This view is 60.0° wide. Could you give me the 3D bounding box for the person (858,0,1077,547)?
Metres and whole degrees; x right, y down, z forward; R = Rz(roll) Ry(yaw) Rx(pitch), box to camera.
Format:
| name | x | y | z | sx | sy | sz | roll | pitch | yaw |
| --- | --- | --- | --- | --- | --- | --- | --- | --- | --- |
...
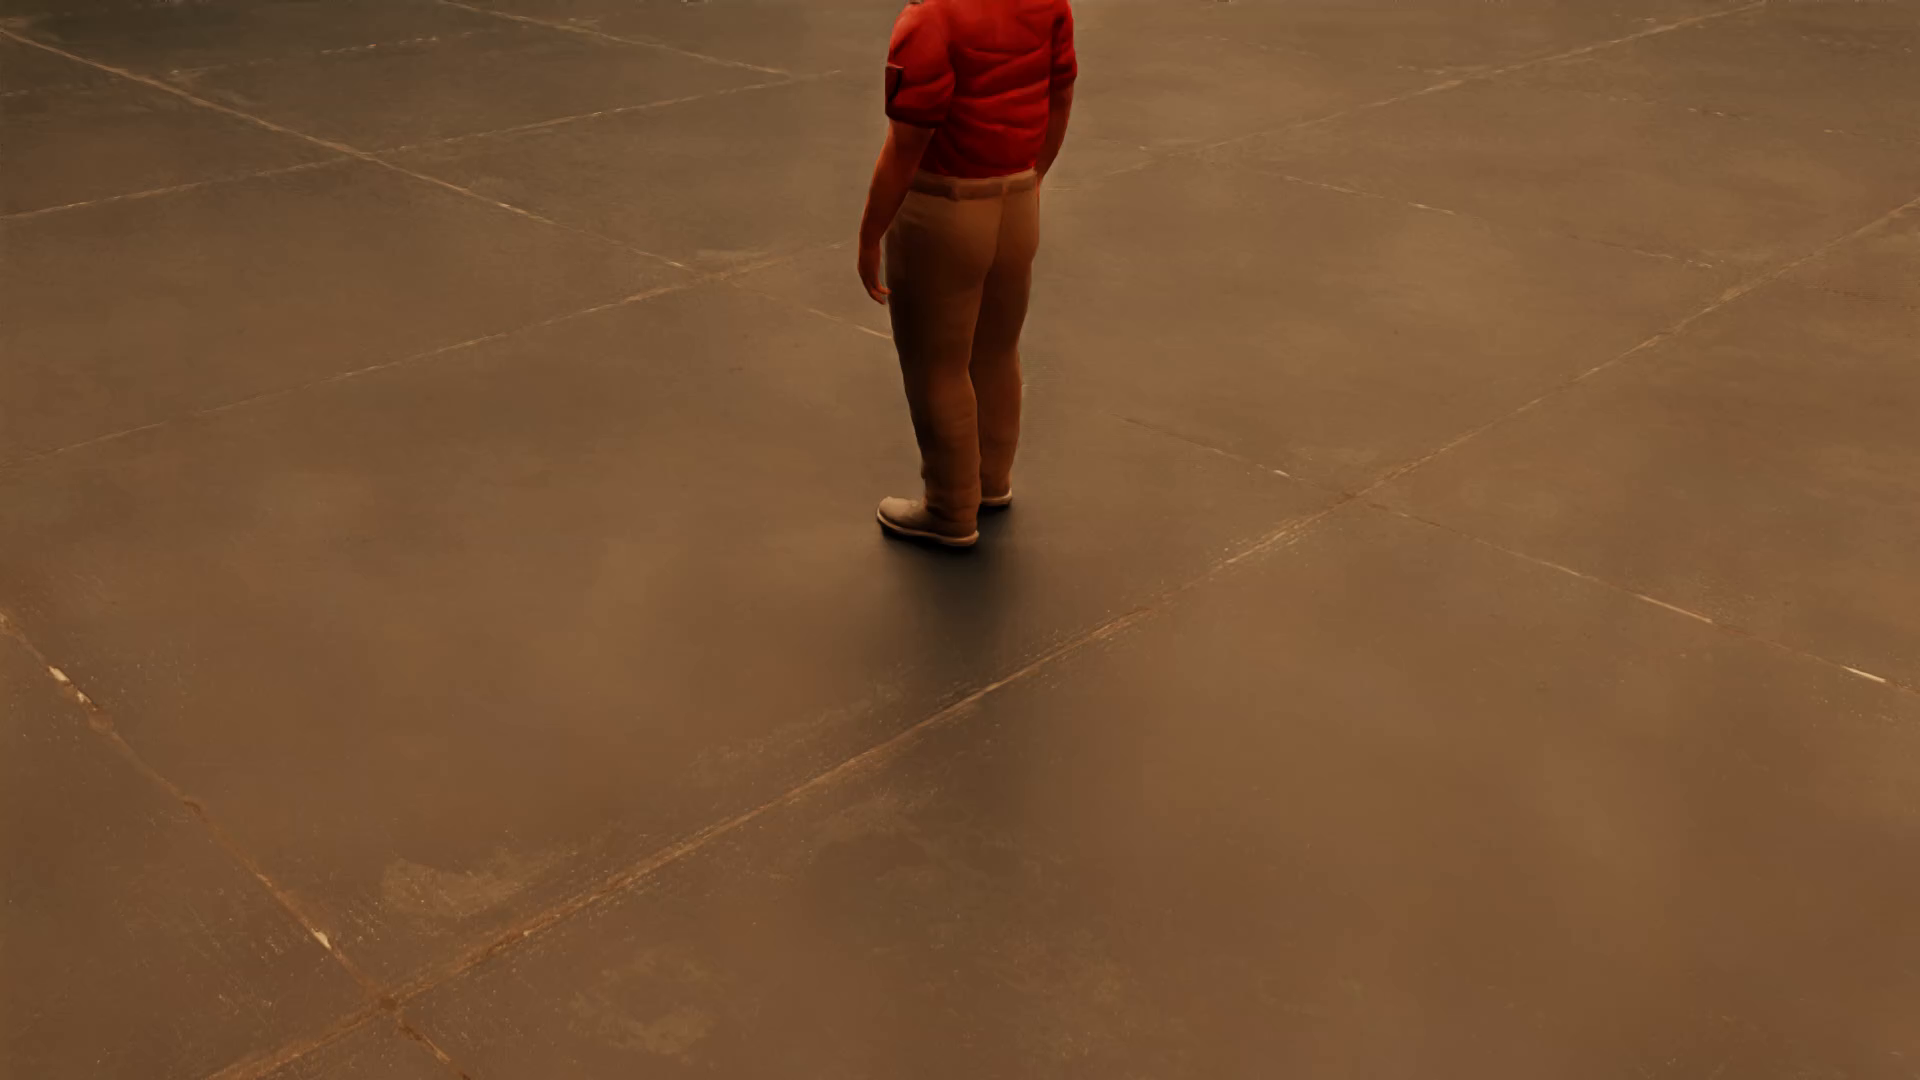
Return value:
| name | x | y | z | sx | sy | sz | roll | pitch | yaw |
| --- | --- | --- | --- | --- | --- | --- | --- | --- | --- |
| person | -0.055 | -0.814 | 4.223 | 0.640 | 1.727 | 0.550 | -24 | 35 | -39 |
